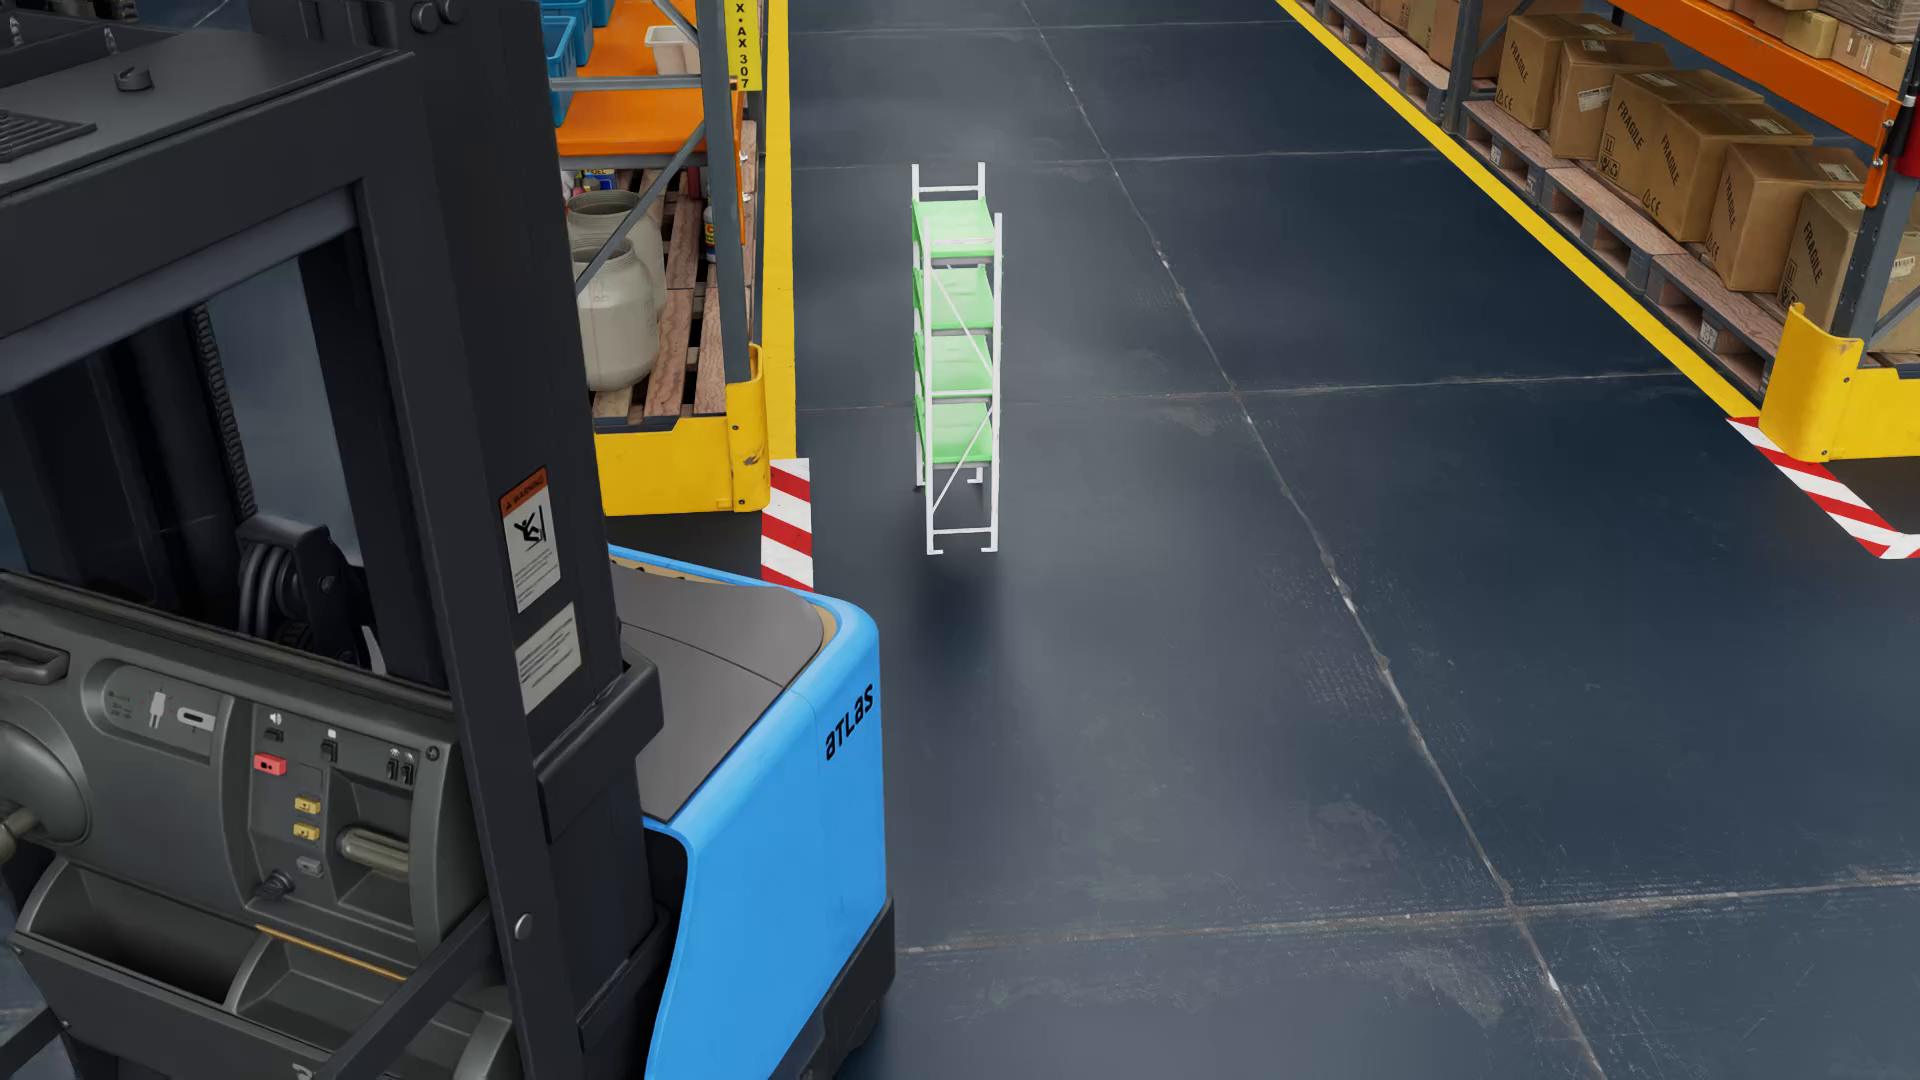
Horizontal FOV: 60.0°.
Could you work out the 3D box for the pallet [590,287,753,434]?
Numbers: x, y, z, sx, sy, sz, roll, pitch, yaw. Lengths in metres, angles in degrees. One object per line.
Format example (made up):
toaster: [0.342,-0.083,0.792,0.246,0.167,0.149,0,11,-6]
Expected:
pallet: [-1.347,-0.670,6.666,1.003,0.211,1.213,-3,31,-5]

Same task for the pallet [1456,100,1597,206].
pallet: [3.433,-2.157,9.155,1.003,0.211,1.213,-3,31,-5]

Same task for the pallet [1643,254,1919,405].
pallet: [3.661,-0.911,7.070,1.003,0.211,1.213,-3,31,-5]

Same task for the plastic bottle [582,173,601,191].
plastic bottle: [-1.743,-1.633,7.859,0.097,0.201,0.097,0,31,0]

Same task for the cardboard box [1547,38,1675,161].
cardboard box: [3.394,-2.304,8.711,0.500,0.500,0.500,7,32,11]

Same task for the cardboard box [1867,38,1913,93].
cardboard box: [3.477,-1.681,5.884,0.380,0.149,0.250,-3,31,-5]

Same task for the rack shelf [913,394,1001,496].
rack shelf: [-0.015,-0.339,5.740,0.258,0.148,0.480,-3,31,-5]

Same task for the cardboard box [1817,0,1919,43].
cardboard box: [3.685,-2.106,5.963,0.875,0.500,0.500,-3,31,-5]

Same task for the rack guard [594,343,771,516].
rack guard: [-1.277,-0.379,5.897,1.175,0.500,0.348,-3,31,-5]

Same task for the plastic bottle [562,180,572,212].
plastic bottle: [-1.827,-1.482,7.533,0.152,0.276,0.135,-3,31,-4]

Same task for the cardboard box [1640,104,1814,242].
cardboard box: [3.537,-1.704,7.706,0.500,0.500,0.500,0,31,0]

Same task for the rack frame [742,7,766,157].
rack frame: [-1.596,-3.458,8.614,1.000,3.000,0.127,-3,31,-5]

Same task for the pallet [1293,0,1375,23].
pallet: [3.033,-4.141,12.477,1.003,0.211,1.213,-3,31,-5]

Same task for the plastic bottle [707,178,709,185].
plastic bottle: [-1.123,-1.600,7.735,0.097,0.271,0.097,0,31,0]

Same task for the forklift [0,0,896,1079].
forklift: [-1.196,0.398,2.226,1.130,2.935,3.031,12,33,20]

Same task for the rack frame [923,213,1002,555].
rack frame: [0.007,-0.475,5.375,0.240,1.200,0.015,-3,31,-5]

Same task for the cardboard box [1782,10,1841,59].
cardboard box: [3.379,-1.934,6.307,0.380,0.149,0.250,-3,31,-5]

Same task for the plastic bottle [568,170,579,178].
plastic bottle: [-1.859,-1.669,7.774,0.144,0.351,0.185,-2,31,-3]

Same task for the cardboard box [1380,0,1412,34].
cardboard box: [3.221,-3.656,10.954,0.700,0.500,0.500,-5,31,-9]

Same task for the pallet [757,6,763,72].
pallet: [-1.825,-3.284,11.043,1.003,0.211,1.213,-3,31,-5]

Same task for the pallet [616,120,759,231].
pallet: [-1.575,-1.916,8.752,1.003,0.211,1.213,-3,31,-5]

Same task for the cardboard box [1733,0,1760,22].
cardboard box: [3.389,-2.192,6.739,0.380,0.149,0.250,-3,31,-5]

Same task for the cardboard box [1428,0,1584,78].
cardboard box: [3.299,-3.126,10.066,0.700,0.500,0.500,-5,31,-8]

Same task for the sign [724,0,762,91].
sign: [-0.674,-1.559,5.165,0.100,0.325,0.005,-3,31,-5]

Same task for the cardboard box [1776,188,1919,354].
cardboard box: [3.667,-1.080,6.661,0.500,0.500,0.500,3,31,5]

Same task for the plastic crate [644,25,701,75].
plastic crate: [-0.986,-1.775,6.053,0.298,0.136,0.250,-3,31,-5]

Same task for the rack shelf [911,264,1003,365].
rack shelf: [-0.015,-0.751,5.494,0.258,0.148,0.480,-3,31,-5]

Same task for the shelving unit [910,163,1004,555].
shelving unit: [-0.015,-0.600,5.584,0.258,1.200,0.503,-3,31,-5]

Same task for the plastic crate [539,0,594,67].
plastic crate: [-1.622,-1.925,6.193,0.499,0.251,0.408,-3,31,-5]

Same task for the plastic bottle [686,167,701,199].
plastic bottle: [-1.296,-1.814,8.082,0.061,0.283,0.133,-3,31,-5]

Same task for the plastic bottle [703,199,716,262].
plastic bottle: [-1.082,-1.374,7.357,0.097,0.271,0.097,0,31,0]

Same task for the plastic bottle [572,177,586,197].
plastic bottle: [-1.721,-1.491,7.540,0.061,0.283,0.133,-3,31,-5]

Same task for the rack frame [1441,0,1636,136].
rack frame: [3.335,-3.695,9.011,1.000,3.000,0.127,-3,31,-5]

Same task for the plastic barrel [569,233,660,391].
plastic barrel: [-1.360,-0.860,6.282,0.421,0.512,0.421,0,31,0]

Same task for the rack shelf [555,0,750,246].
rack shelf: [-1.409,-2.128,7.089,1.077,0.370,4.000,-3,31,-5]
